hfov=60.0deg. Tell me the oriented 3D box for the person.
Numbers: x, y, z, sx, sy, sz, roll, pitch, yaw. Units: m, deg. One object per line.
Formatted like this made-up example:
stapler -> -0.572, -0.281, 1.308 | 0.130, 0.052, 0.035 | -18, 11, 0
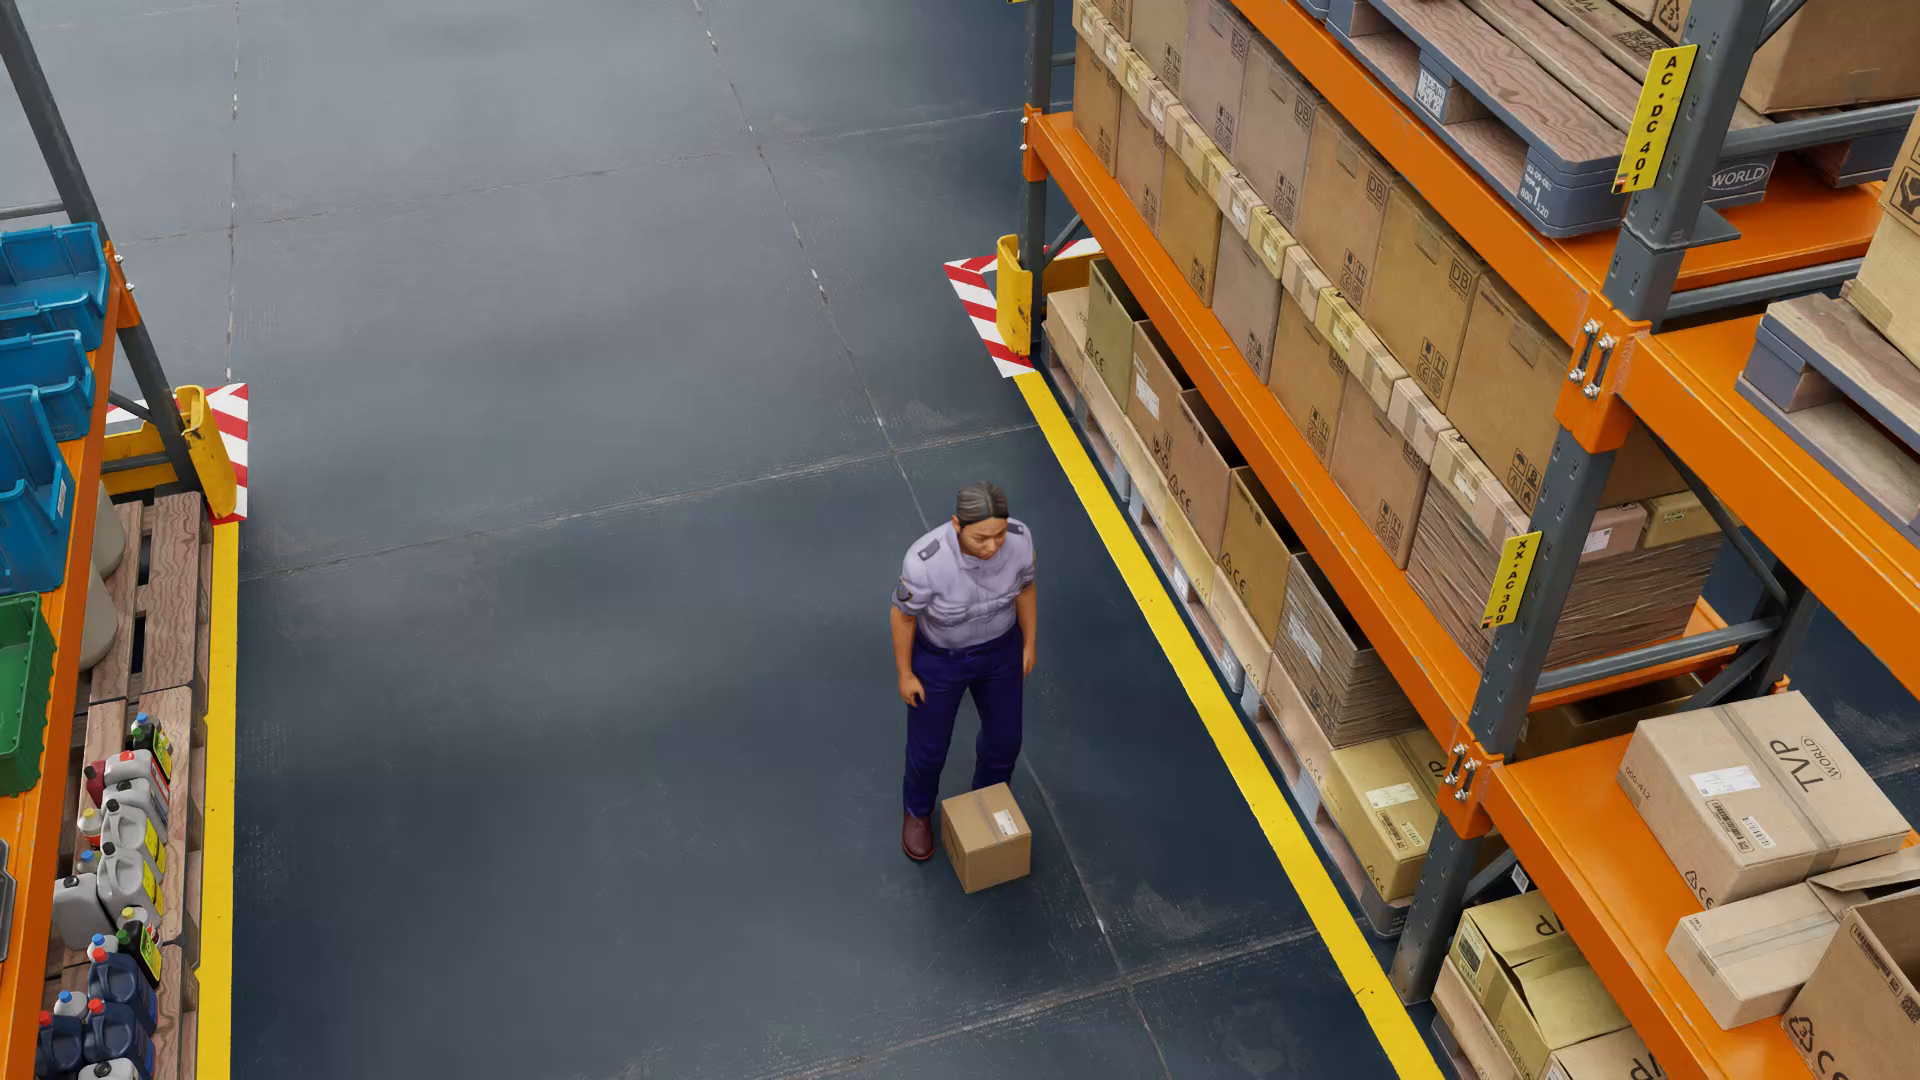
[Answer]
person -> 0.027, 0.439, 5.686 | 0.538, 1.652, 0.378 | -12, 44, -12
